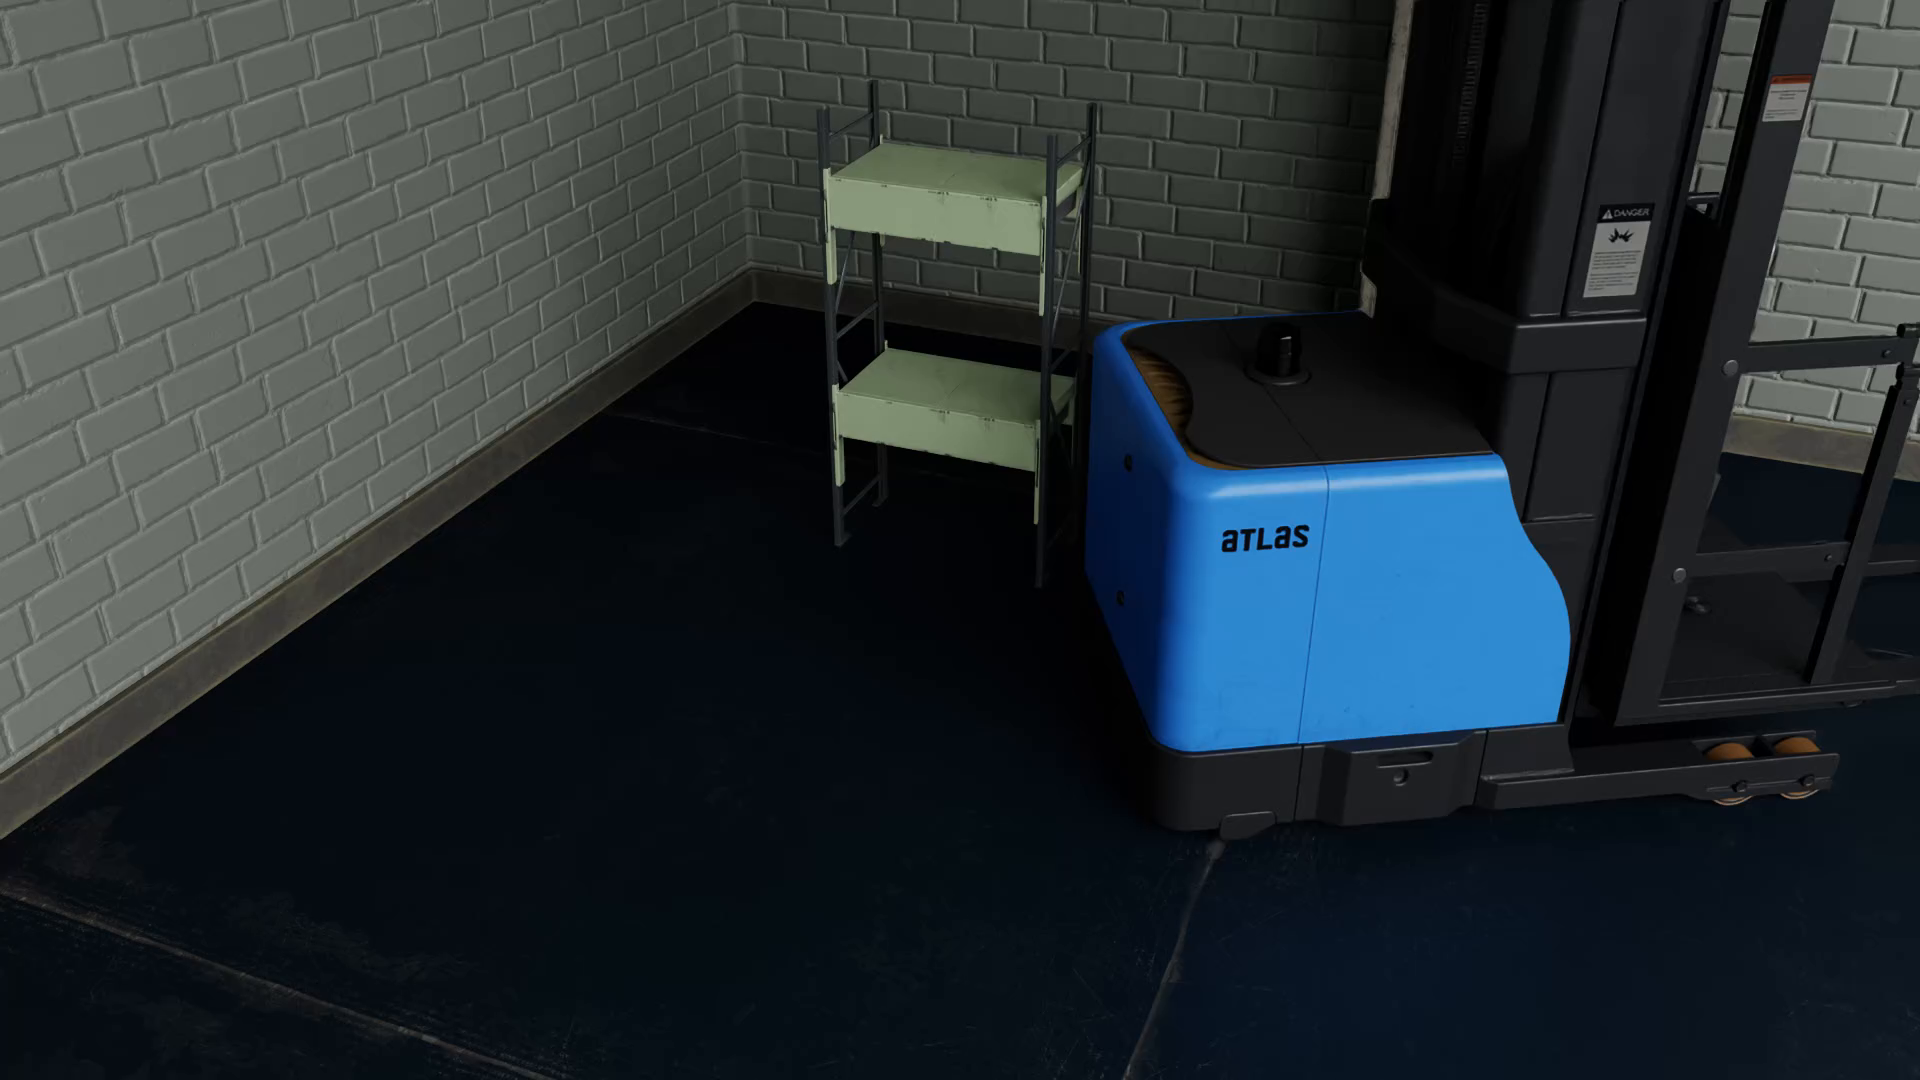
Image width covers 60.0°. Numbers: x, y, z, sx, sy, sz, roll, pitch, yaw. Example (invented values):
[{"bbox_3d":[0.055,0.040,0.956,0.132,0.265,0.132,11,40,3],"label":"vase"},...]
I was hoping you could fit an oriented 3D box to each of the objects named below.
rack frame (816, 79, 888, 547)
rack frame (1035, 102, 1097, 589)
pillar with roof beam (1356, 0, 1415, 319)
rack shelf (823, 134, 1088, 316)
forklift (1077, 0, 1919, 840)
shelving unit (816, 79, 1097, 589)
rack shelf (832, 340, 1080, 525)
[{"bbox_3d":[-0.345,-0.722,5.503,0.023,1.500,0.400,11,31,19],"label":"rack frame"},{"bbox_3d":[0.333,-0.586,5.263,0.023,1.500,0.400,11,31,19],"label":"rack frame"},{"bbox_3d":[0.137,-2.460,0.956,0.400,9.000,9.100,11,31,19],"label":"pillar with roof beam"},{"bbox_3d":[-0.006,-0.994,5.191,0.720,0.370,0.431,11,31,19],"label":"rack shelf"},{"bbox_3d":[1.917,-0.815,4.214,3.031,2.935,1.130,-4,30,-7],"label":"forklift"},{"bbox_3d":[-0.006,-0.654,5.383,0.755,1.500,0.431,11,31,19],"label":"shelving unit"},{"bbox_3d":[-0.006,-0.370,5.544,0.720,0.370,0.431,11,31,19],"label":"rack shelf"}]
